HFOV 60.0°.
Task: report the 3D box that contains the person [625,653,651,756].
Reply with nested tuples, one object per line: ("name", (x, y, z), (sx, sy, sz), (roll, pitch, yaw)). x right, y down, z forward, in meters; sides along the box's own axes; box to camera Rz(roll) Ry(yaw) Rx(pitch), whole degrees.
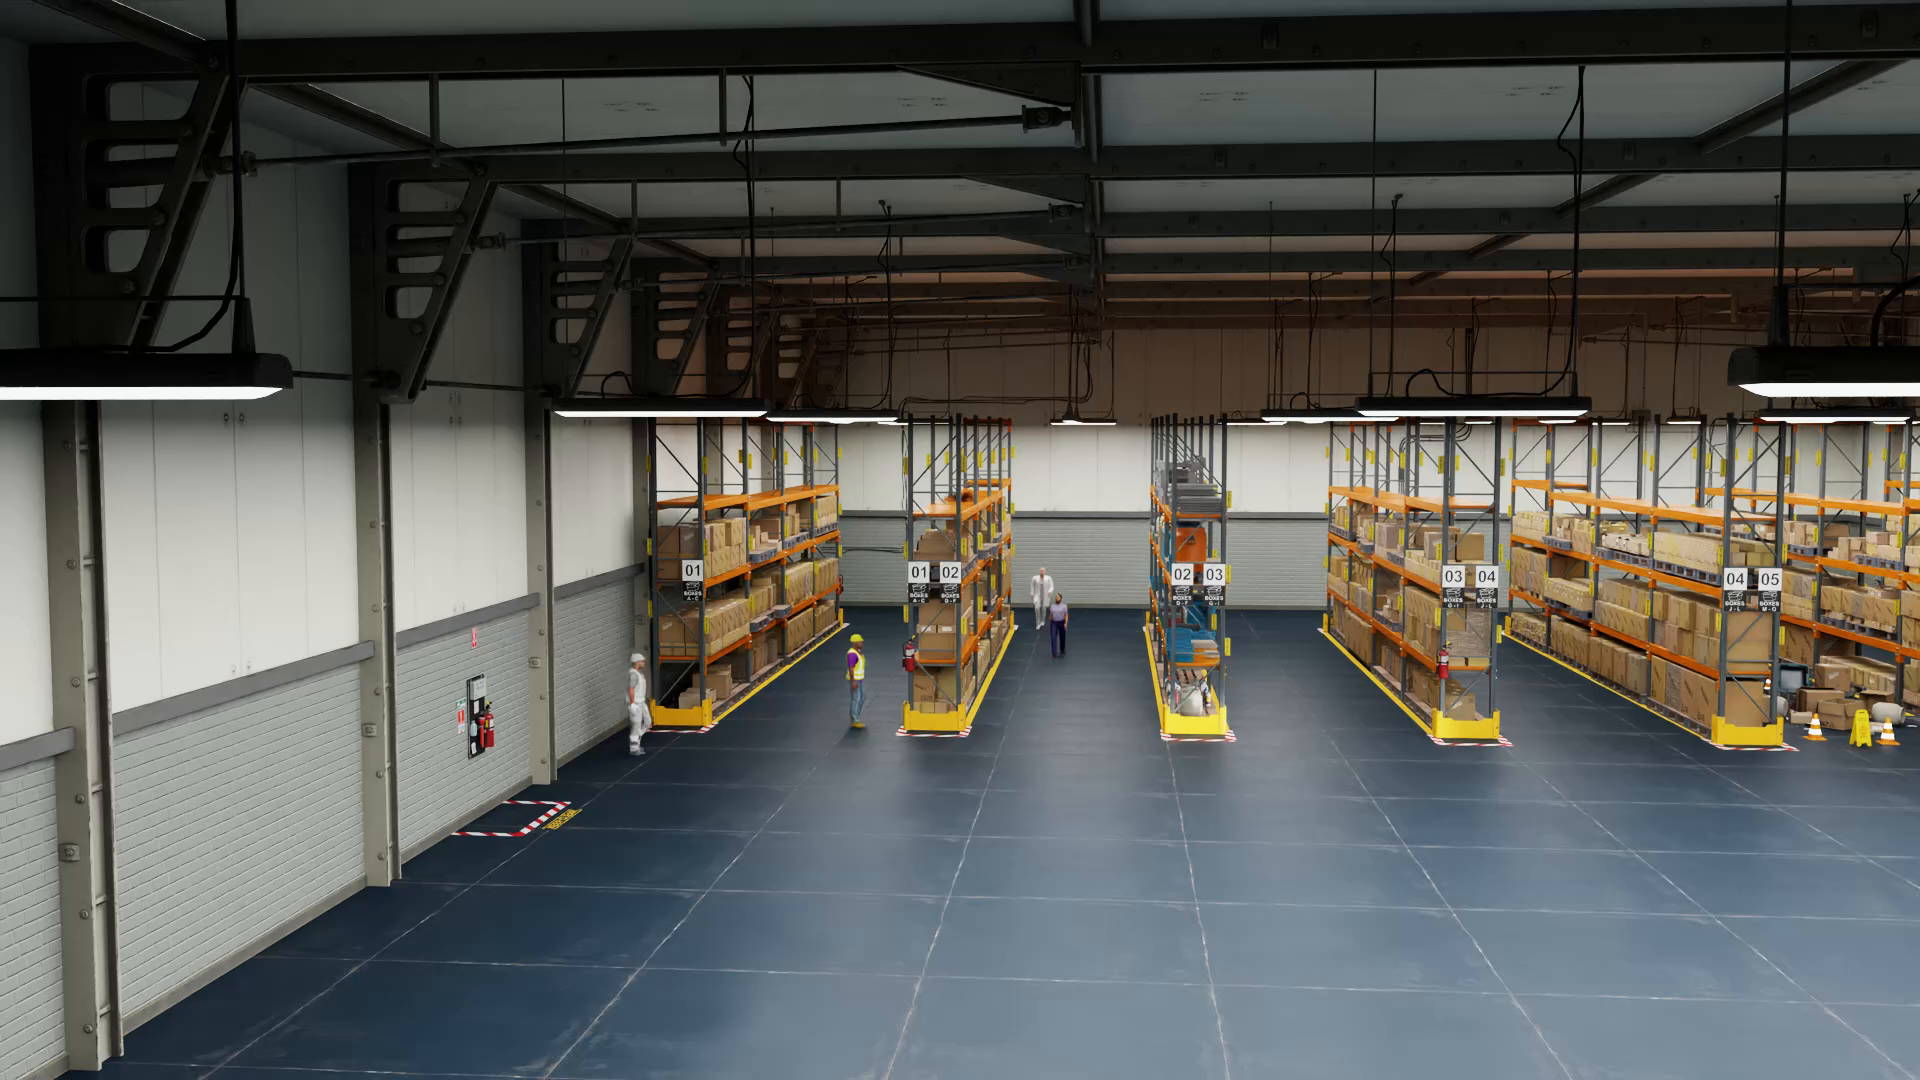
("person", (-5.684, 2.876, 29.174), (0.409, 1.784, 0.677), (0, 4, 7))

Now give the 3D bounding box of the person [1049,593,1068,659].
("person", (2.457, 2.132, 41.498), (0.491, 1.590, 0.965), (0, 4, 4))

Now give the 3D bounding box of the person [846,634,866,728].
("person", (-1.979, 2.730, 31.949), (0.399, 1.840, 0.673), (1, 4, 9))

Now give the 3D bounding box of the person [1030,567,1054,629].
("person", (2.352, 1.681, 47.777), (0.673, 1.815, 0.935), (0, 4, 4))
